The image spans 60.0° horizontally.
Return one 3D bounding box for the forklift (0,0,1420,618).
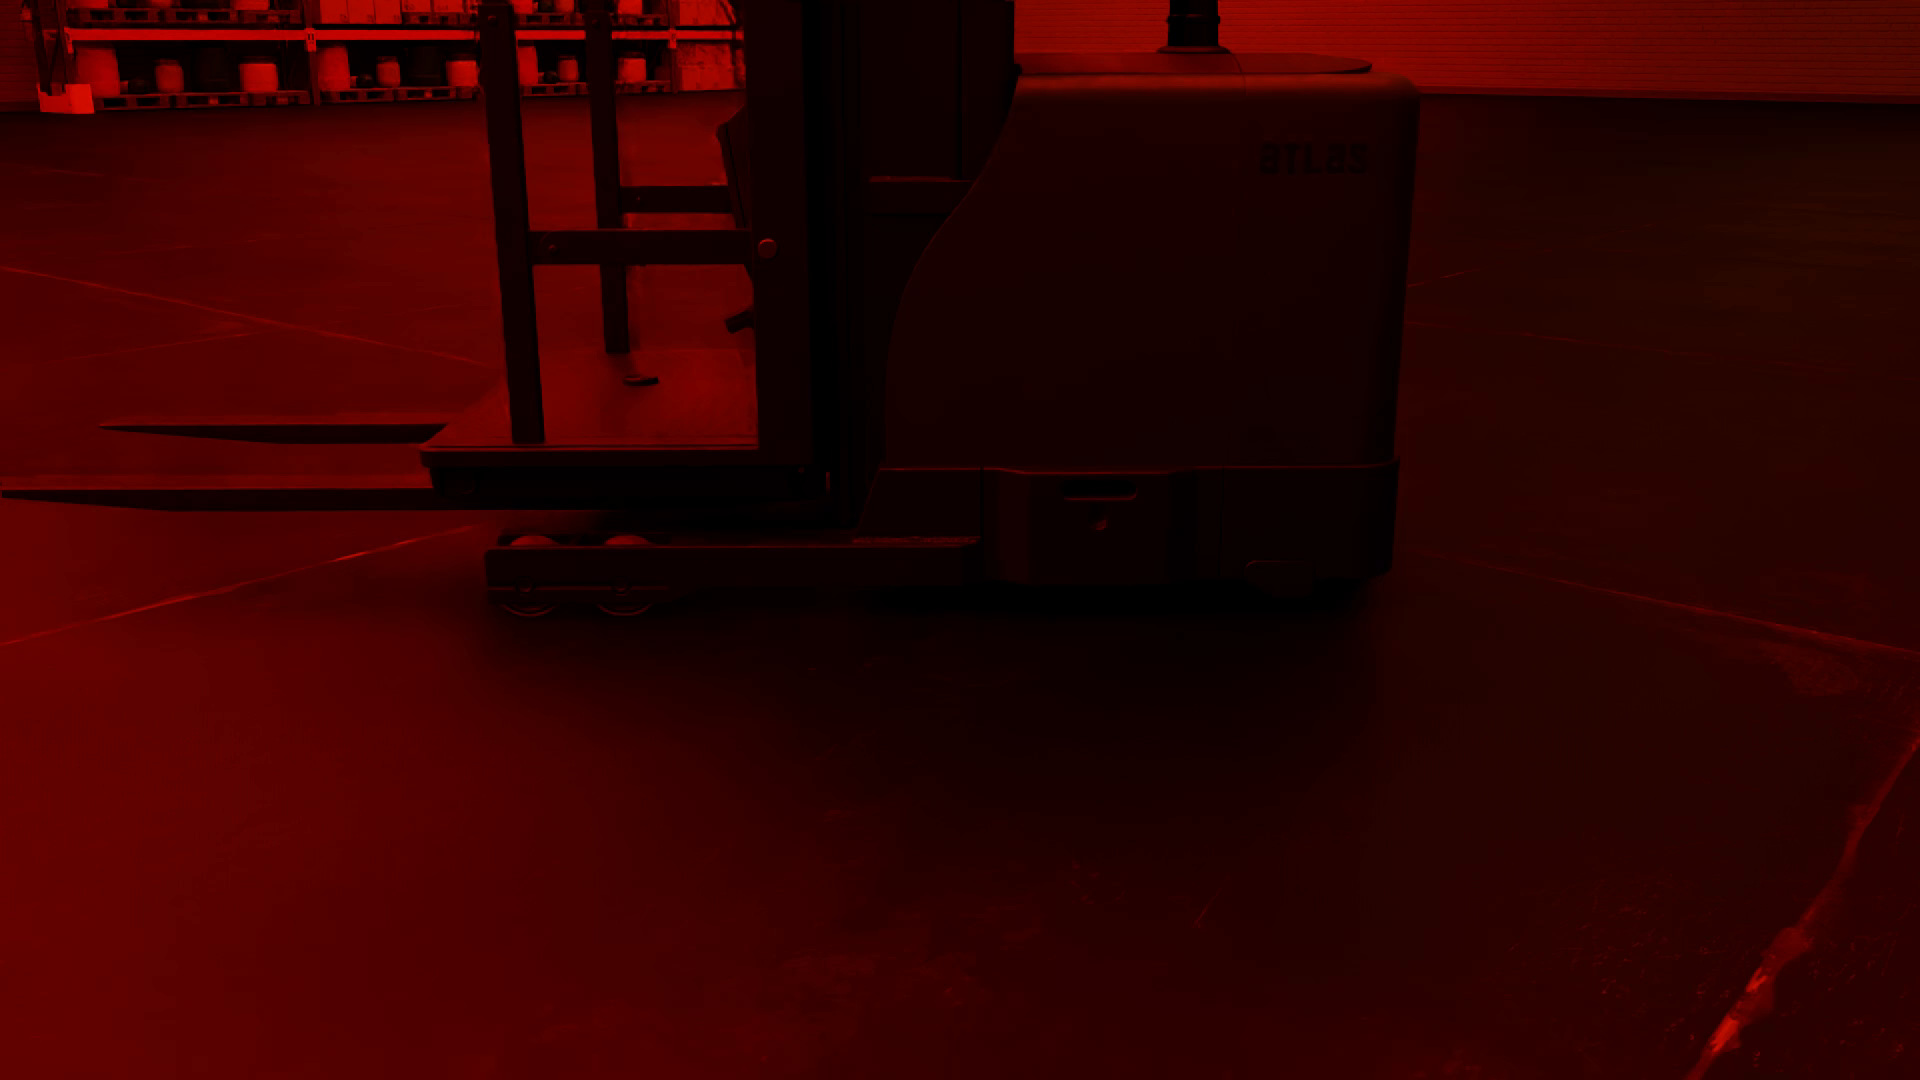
[{"bbox_3d":[-0.611,-1.398,3.503,3.031,2.935,1.130,0,17,-1],"label":"forklift"}]
